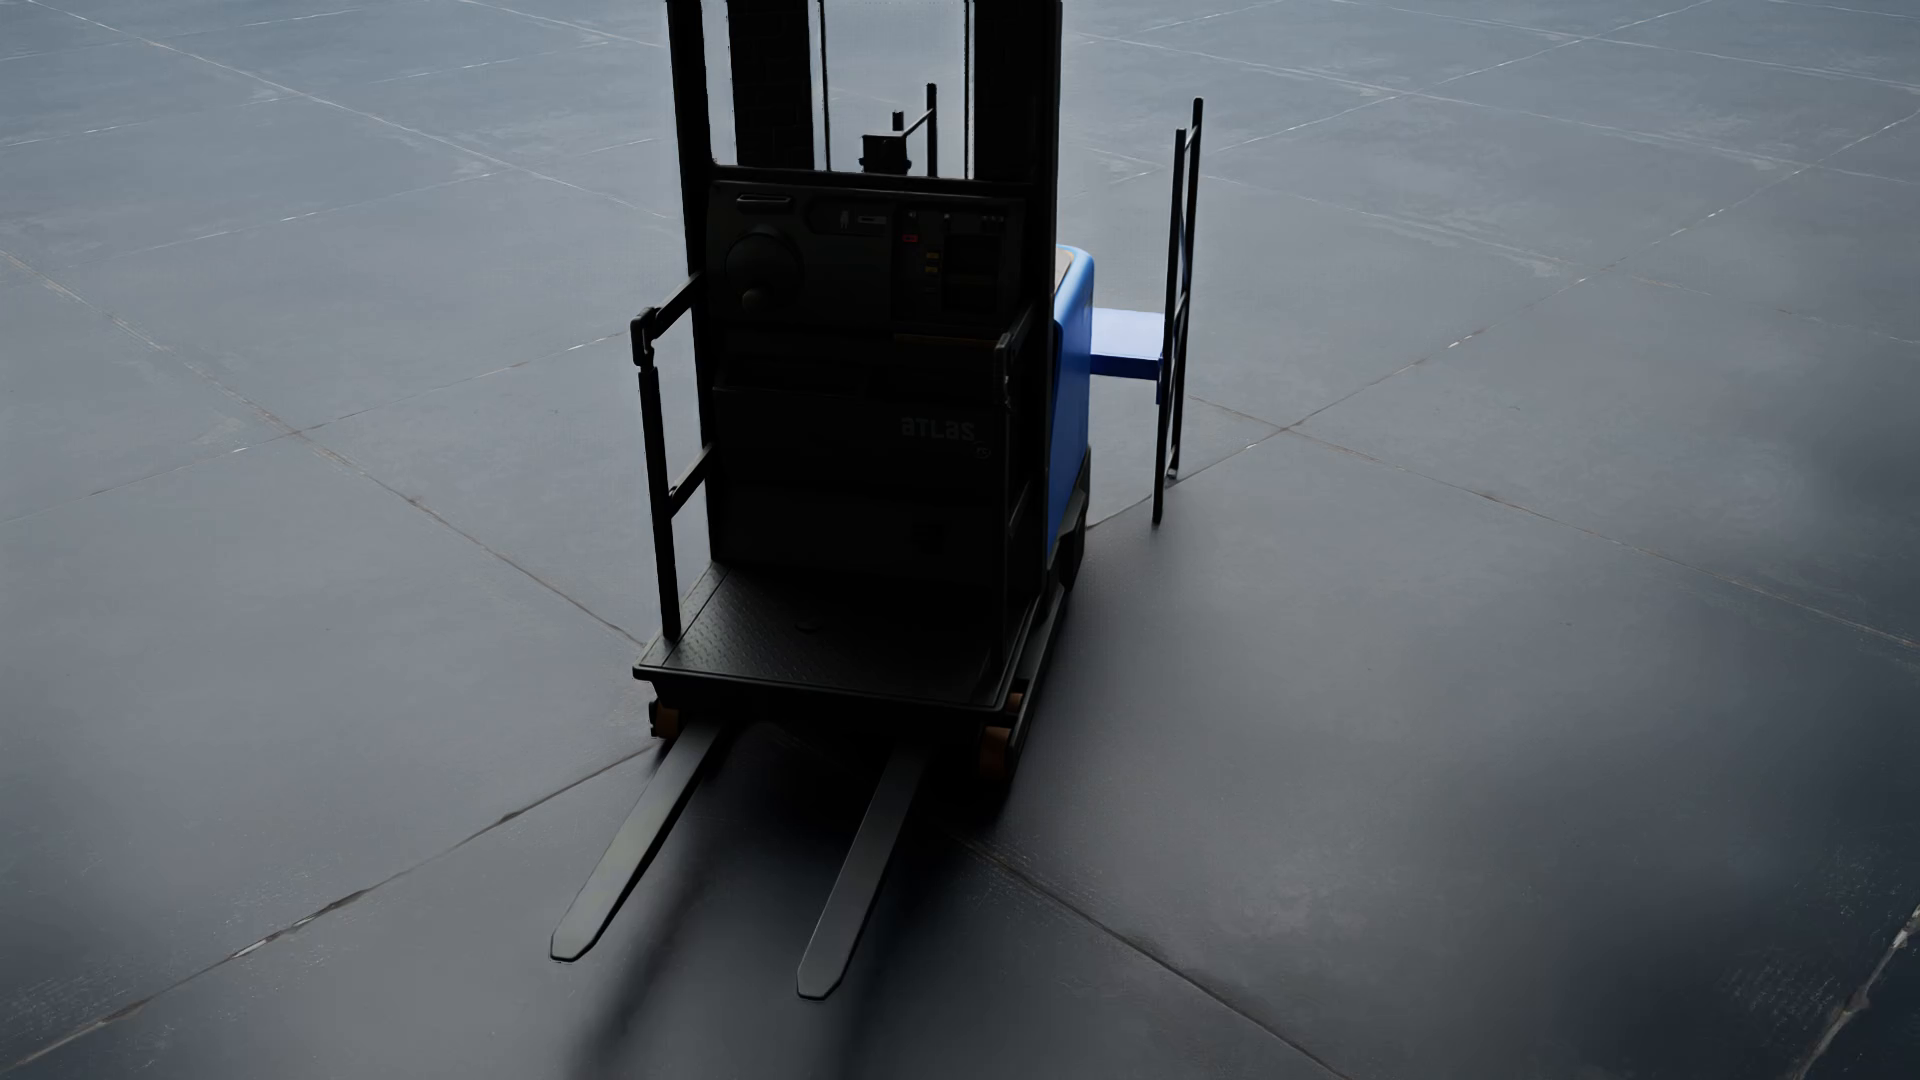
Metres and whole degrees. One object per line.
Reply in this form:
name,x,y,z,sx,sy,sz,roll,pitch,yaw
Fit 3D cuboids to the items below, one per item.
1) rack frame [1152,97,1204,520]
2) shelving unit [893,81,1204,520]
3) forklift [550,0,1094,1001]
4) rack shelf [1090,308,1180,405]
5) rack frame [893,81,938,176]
rack frame,0.820,-0.857,6.267,0.032,1.500,0.500,7,29,13
shelving unit,0.329,-0.917,6.382,1.048,1.500,0.538,7,29,13
forklift,-0.319,-0.776,4.576,1.130,2.935,3.031,6,28,11
rack shelf,0.329,-0.758,6.465,1.000,0.185,0.538,7,29,13
rack frame,-0.163,-0.977,6.496,0.032,1.500,0.500,7,29,13
